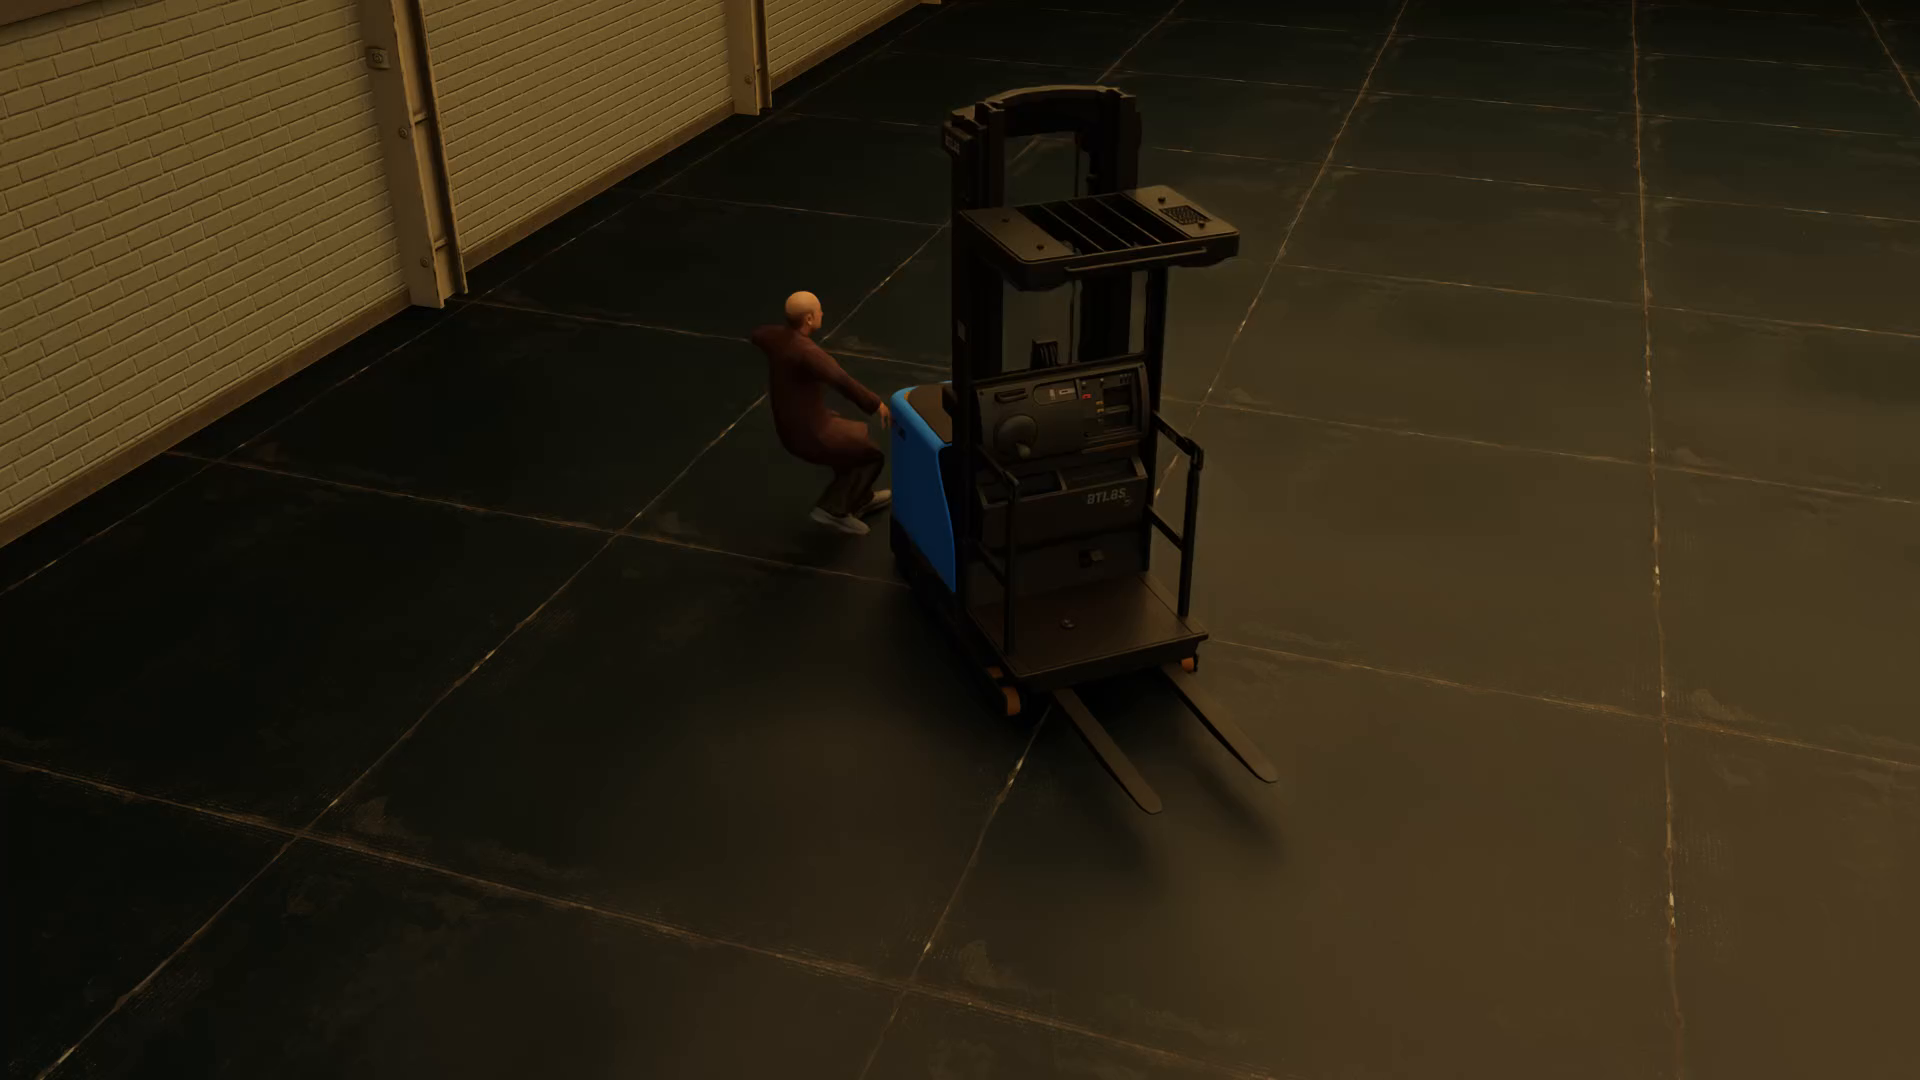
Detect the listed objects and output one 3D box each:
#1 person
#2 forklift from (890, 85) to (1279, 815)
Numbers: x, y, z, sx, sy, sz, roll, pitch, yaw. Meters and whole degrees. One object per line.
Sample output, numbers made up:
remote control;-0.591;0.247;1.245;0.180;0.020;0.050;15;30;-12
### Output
person;-0.697;-0.744;9.778;0.854;1.612;1.125;-16;33;-25
forklift;0.605;-0.603;8.195;1.130;2.935;3.031;-11;32;-19
